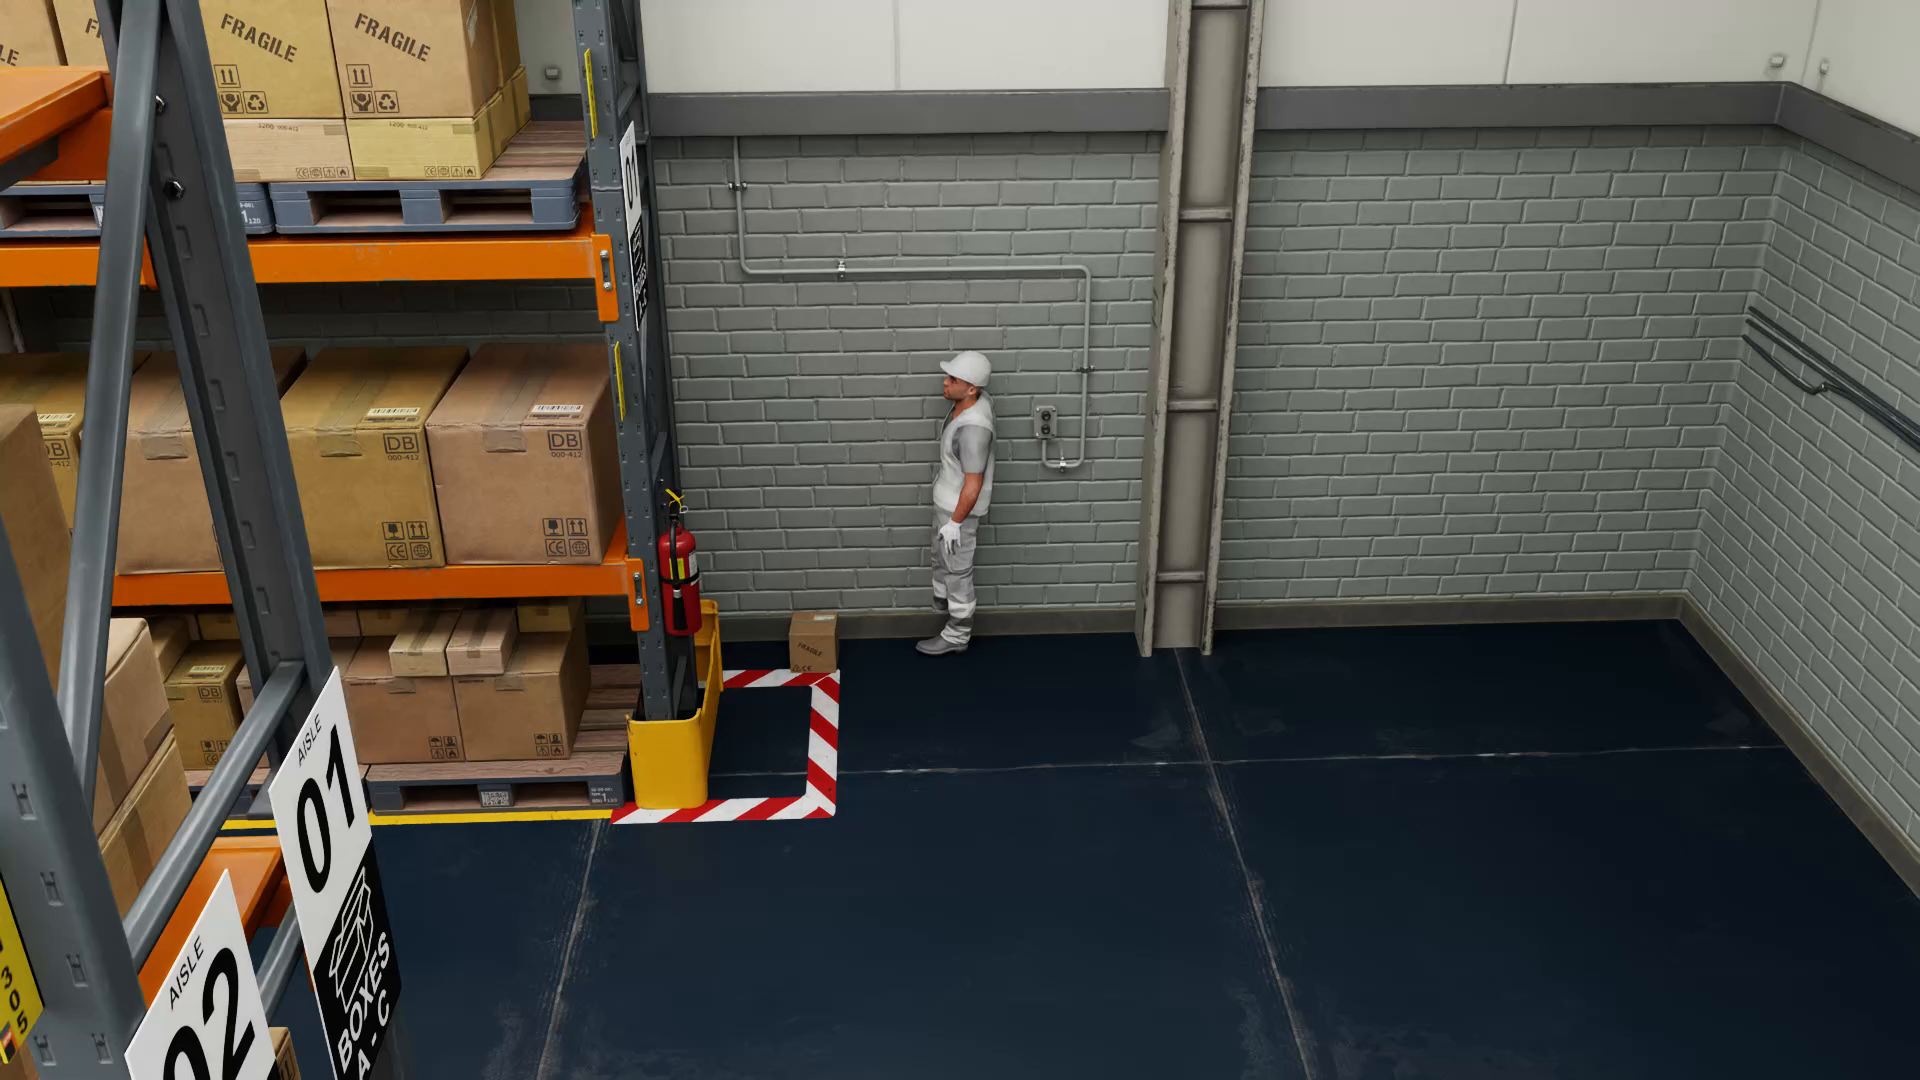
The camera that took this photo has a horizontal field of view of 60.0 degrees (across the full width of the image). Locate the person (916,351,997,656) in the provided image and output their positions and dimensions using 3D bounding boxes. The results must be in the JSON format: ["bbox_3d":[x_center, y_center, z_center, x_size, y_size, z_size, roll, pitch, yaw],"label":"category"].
[{"bbox_3d":[-0.086,-0.191,8.943,0.564,1.787,0.637,-1,27,-2],"label":"person"}]
